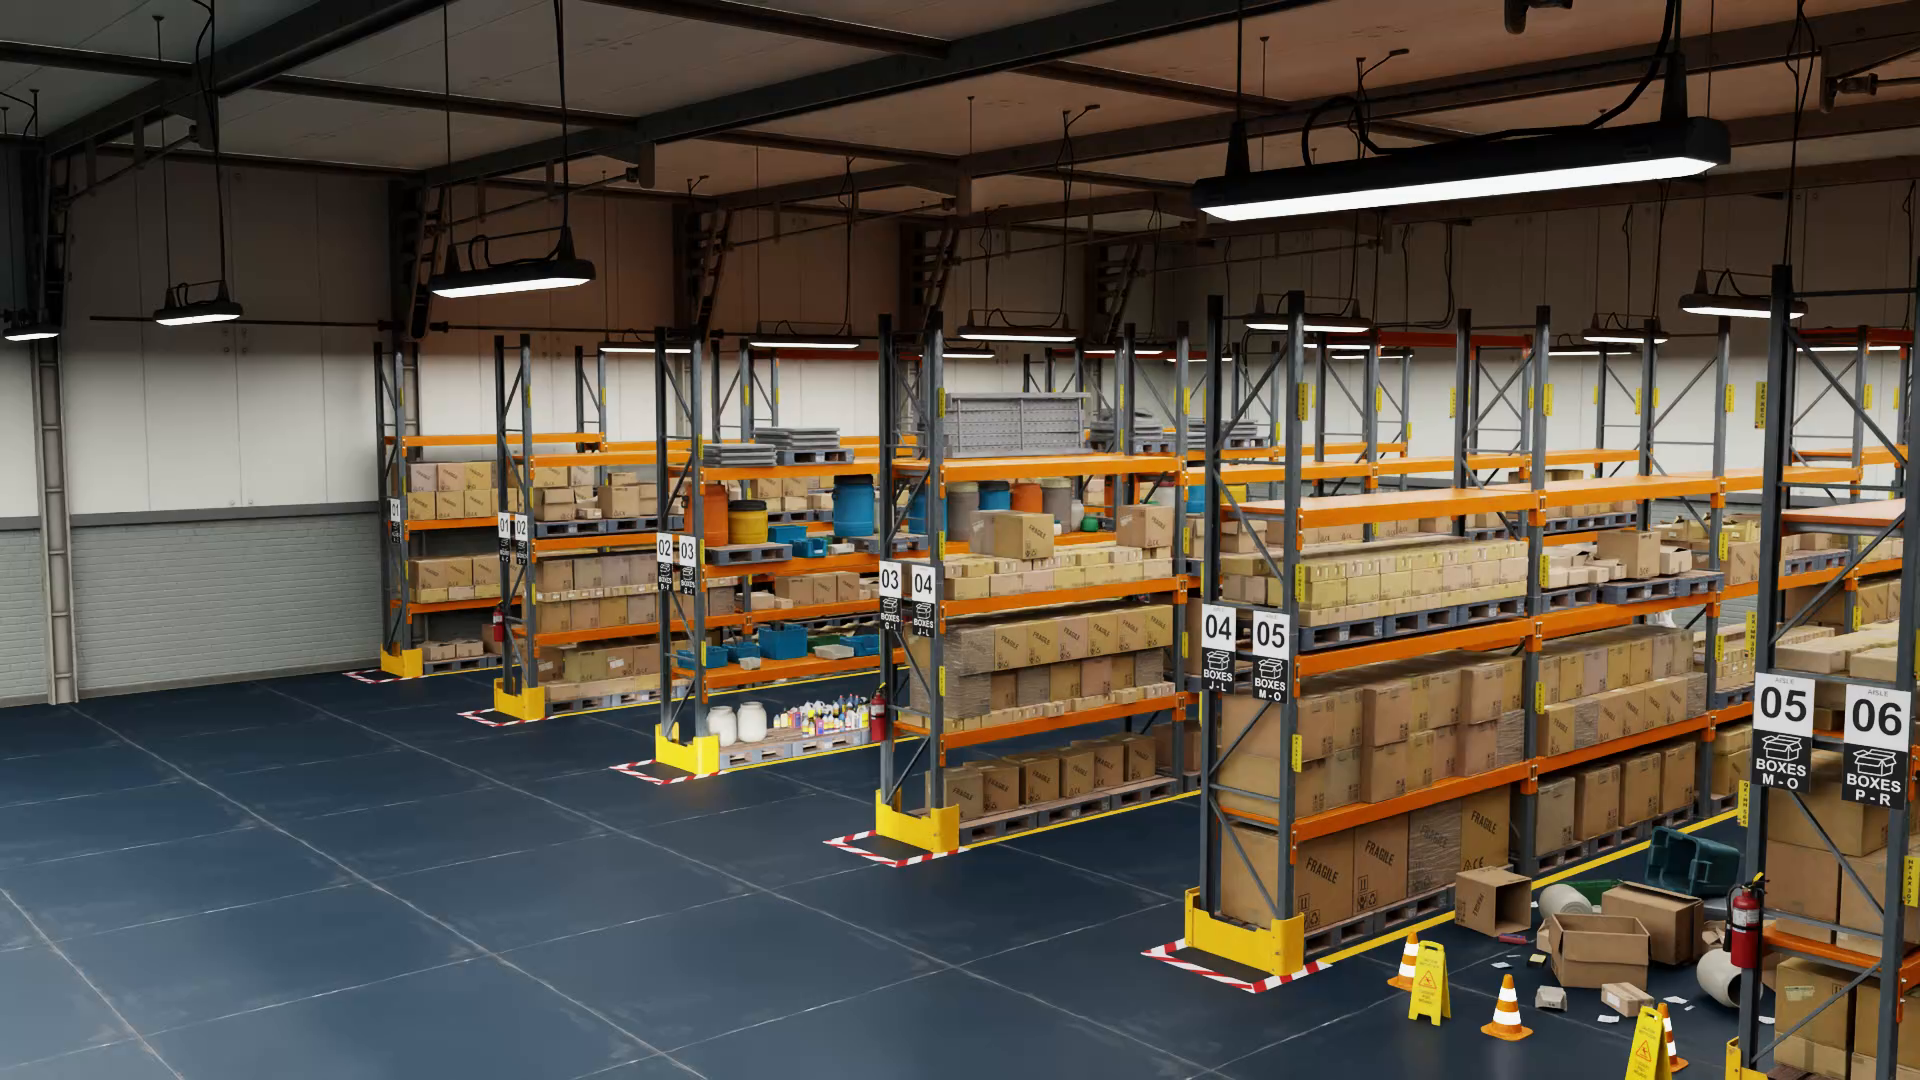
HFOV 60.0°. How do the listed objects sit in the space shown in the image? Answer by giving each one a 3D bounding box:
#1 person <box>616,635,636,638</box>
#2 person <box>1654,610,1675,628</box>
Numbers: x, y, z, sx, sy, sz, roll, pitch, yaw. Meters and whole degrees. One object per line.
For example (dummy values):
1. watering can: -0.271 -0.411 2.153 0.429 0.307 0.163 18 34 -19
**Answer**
1. person: -5.956 1.680 29.390 0.507 1.576 0.997 4 7 37
2. person: 12.666 1.627 29.817 1.023 1.630 0.466 5 7 44
